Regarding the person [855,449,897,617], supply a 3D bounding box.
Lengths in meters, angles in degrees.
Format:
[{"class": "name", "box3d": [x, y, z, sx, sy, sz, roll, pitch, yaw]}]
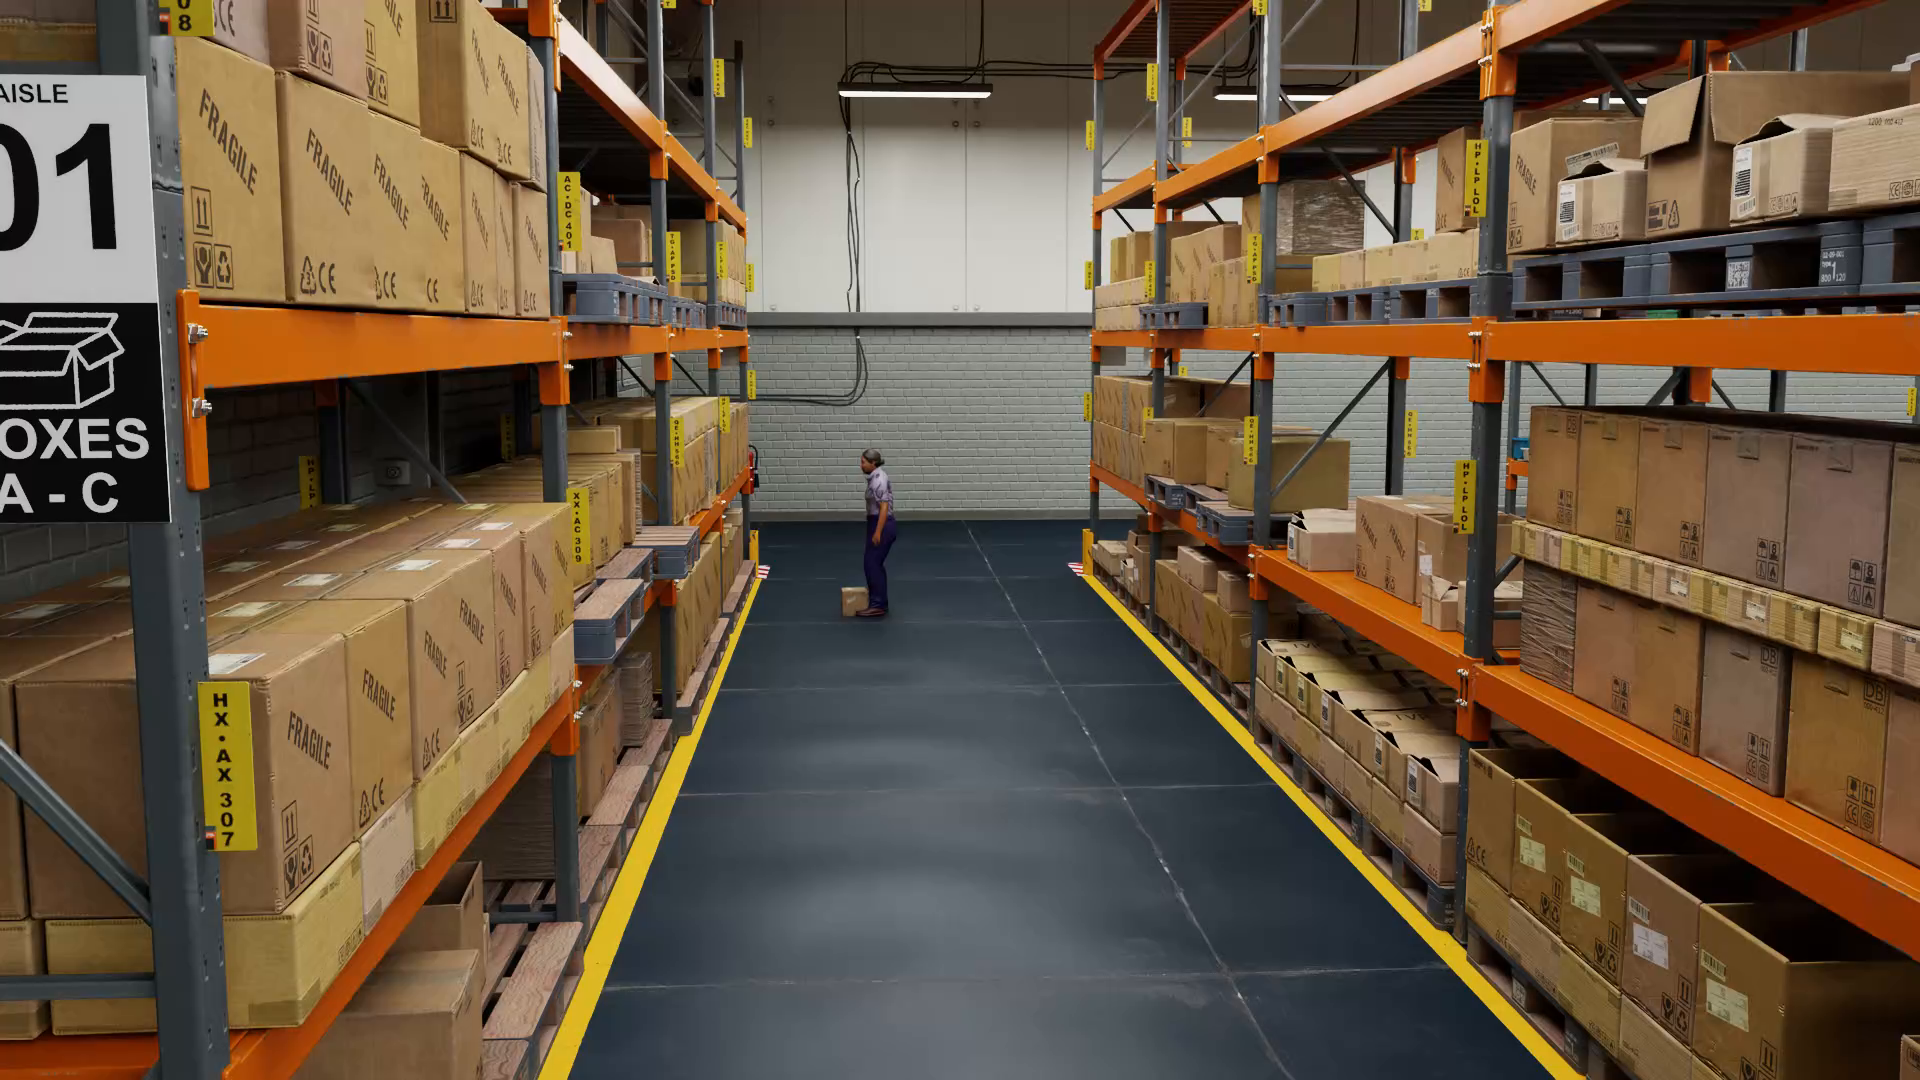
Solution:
[{"class": "person", "box3d": [-0.840, -0.084, 16.478, 0.424, 1.650, 0.546, -1, 7, -6]}]
